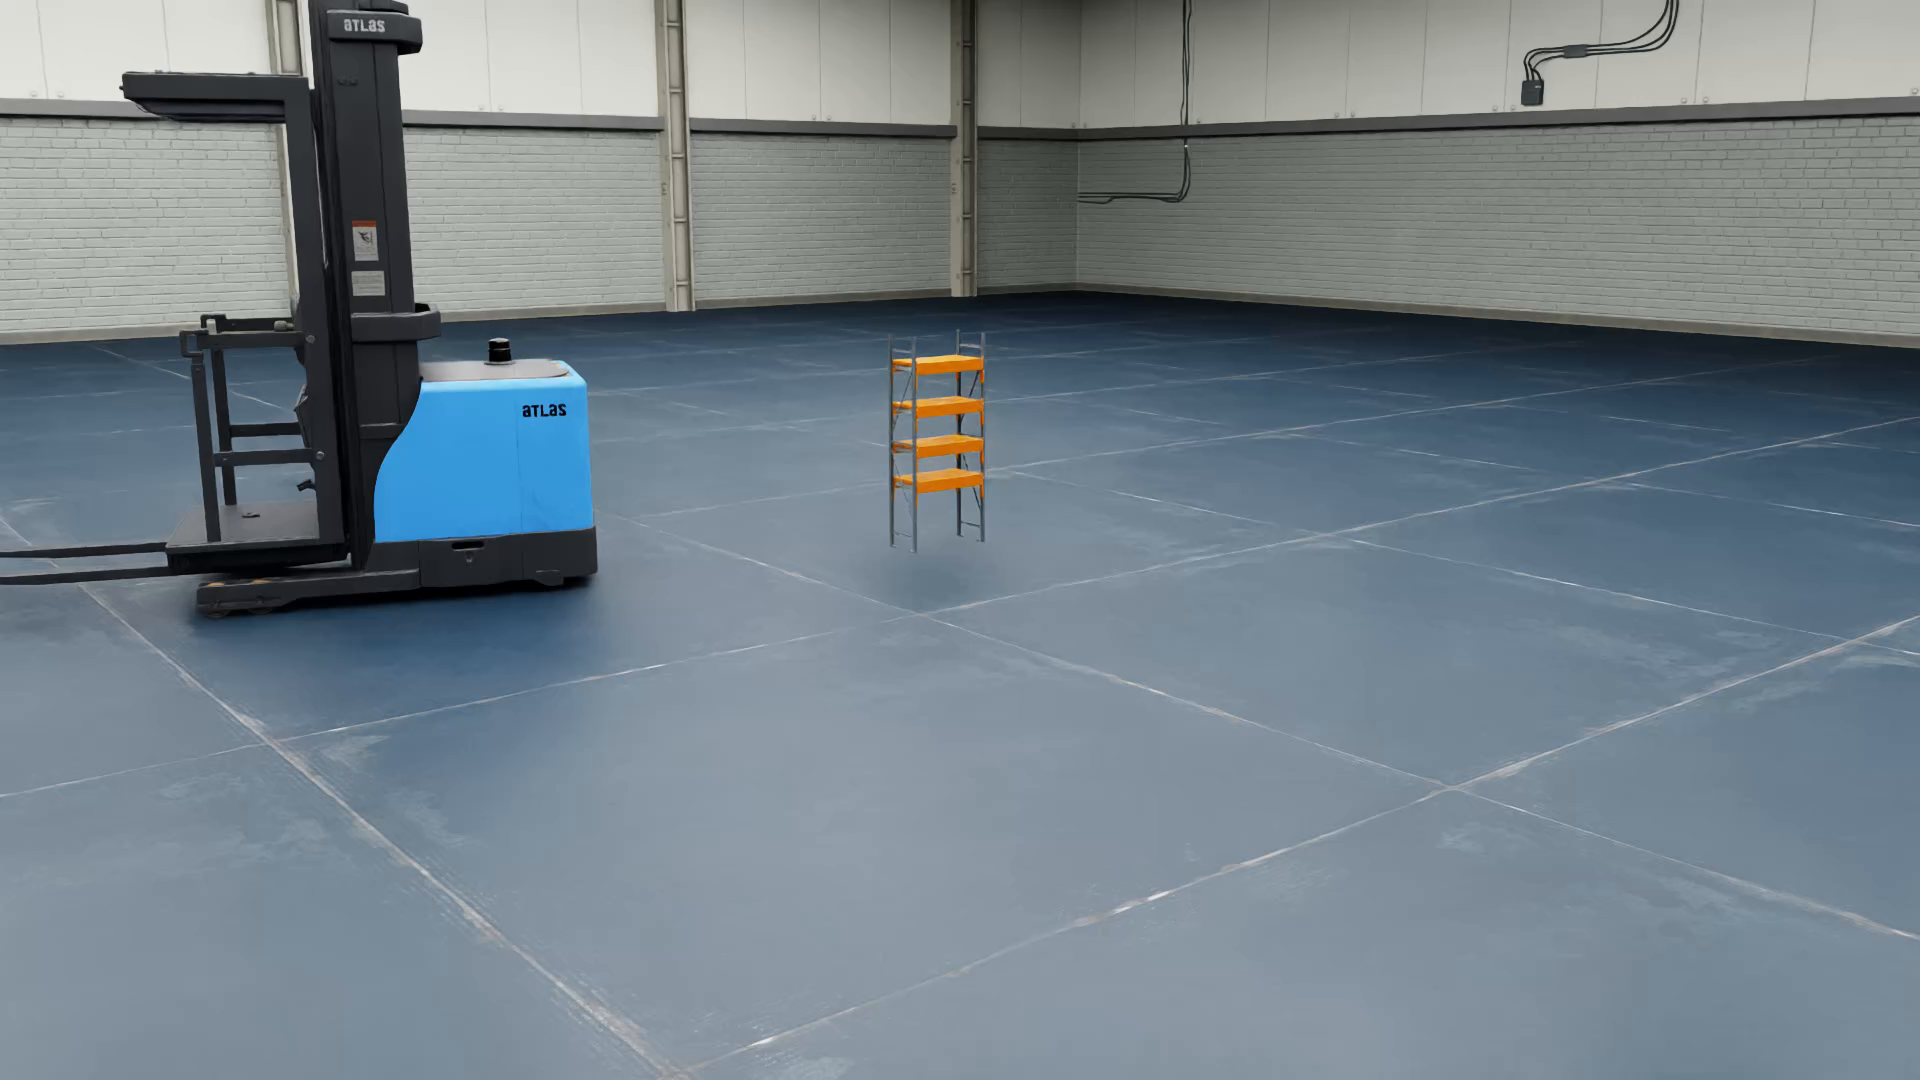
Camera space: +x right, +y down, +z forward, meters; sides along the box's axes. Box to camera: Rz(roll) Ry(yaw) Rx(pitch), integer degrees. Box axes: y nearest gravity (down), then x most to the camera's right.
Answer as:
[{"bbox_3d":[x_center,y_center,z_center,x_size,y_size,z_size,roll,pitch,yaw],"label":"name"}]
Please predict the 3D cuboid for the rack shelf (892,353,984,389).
[{"bbox_3d":[-0.129,-0.950,9.321,0.480,0.148,0.258,-9,15,-38],"label":"rack shelf"}]

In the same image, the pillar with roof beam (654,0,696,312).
[{"bbox_3d":[-1.923,-7.485,23.215,0.400,9.000,9.100,-9,15,-38],"label":"pillar with roof beam"}]

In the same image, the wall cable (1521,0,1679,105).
[{"bbox_3d":[9.117,-9.252,23.346,0.169,6.003,2.305,-9,15,-38],"label":"wall cable"}]

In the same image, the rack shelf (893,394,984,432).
[{"bbox_3d":[-0.129,-0.718,9.371,0.480,0.148,0.258,-9,15,-38],"label":"rack shelf"}]

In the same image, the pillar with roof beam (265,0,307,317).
[{"bbox_3d":[-6.608,-6.707,19.548,0.400,9.000,9.100,-9,15,-38],"label":"pillar with roof beam"}]

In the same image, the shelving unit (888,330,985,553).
[{"bbox_3d":[-0.129,-0.565,9.403,0.503,1.200,0.258,-9,15,-38],"label":"shelving unit"}]

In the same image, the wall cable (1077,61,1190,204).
[{"bbox_3d":[3.199,-7.611,31.282,0.112,2.526,3.097,-9,15,-38],"label":"wall cable"}]

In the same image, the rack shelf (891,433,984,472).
[{"bbox_3d":[-0.129,-0.500,9.417,0.480,0.148,0.258,-9,15,-38],"label":"rack shelf"}]

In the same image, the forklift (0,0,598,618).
[{"bbox_3d":[-3.432,-1.188,8.167,3.031,2.935,1.130,-4,13,-19],"label":"forklift"}]

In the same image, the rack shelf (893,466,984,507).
[{"bbox_3d":[-0.129,-0.305,9.458,0.480,0.148,0.258,-9,15,-38],"label":"rack shelf"}]

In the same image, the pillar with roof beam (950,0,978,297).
[{"bbox_3d":[2.762,-8.264,26.881,0.400,9.000,9.100,-9,15,-38],"label":"pillar with roof beam"}]

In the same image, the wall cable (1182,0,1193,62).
[{"bbox_3d":[4.889,-9.643,28.691,0.112,2.526,3.097,-9,15,-38],"label":"wall cable"}]

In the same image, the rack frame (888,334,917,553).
[{"bbox_3d":[-0.320,-0.534,9.254,0.015,1.200,0.240,-9,15,-38],"label":"rack frame"}]

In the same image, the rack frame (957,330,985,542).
[{"bbox_3d":[0.061,-0.597,9.552,0.015,1.200,0.240,-9,15,-38],"label":"rack frame"}]
